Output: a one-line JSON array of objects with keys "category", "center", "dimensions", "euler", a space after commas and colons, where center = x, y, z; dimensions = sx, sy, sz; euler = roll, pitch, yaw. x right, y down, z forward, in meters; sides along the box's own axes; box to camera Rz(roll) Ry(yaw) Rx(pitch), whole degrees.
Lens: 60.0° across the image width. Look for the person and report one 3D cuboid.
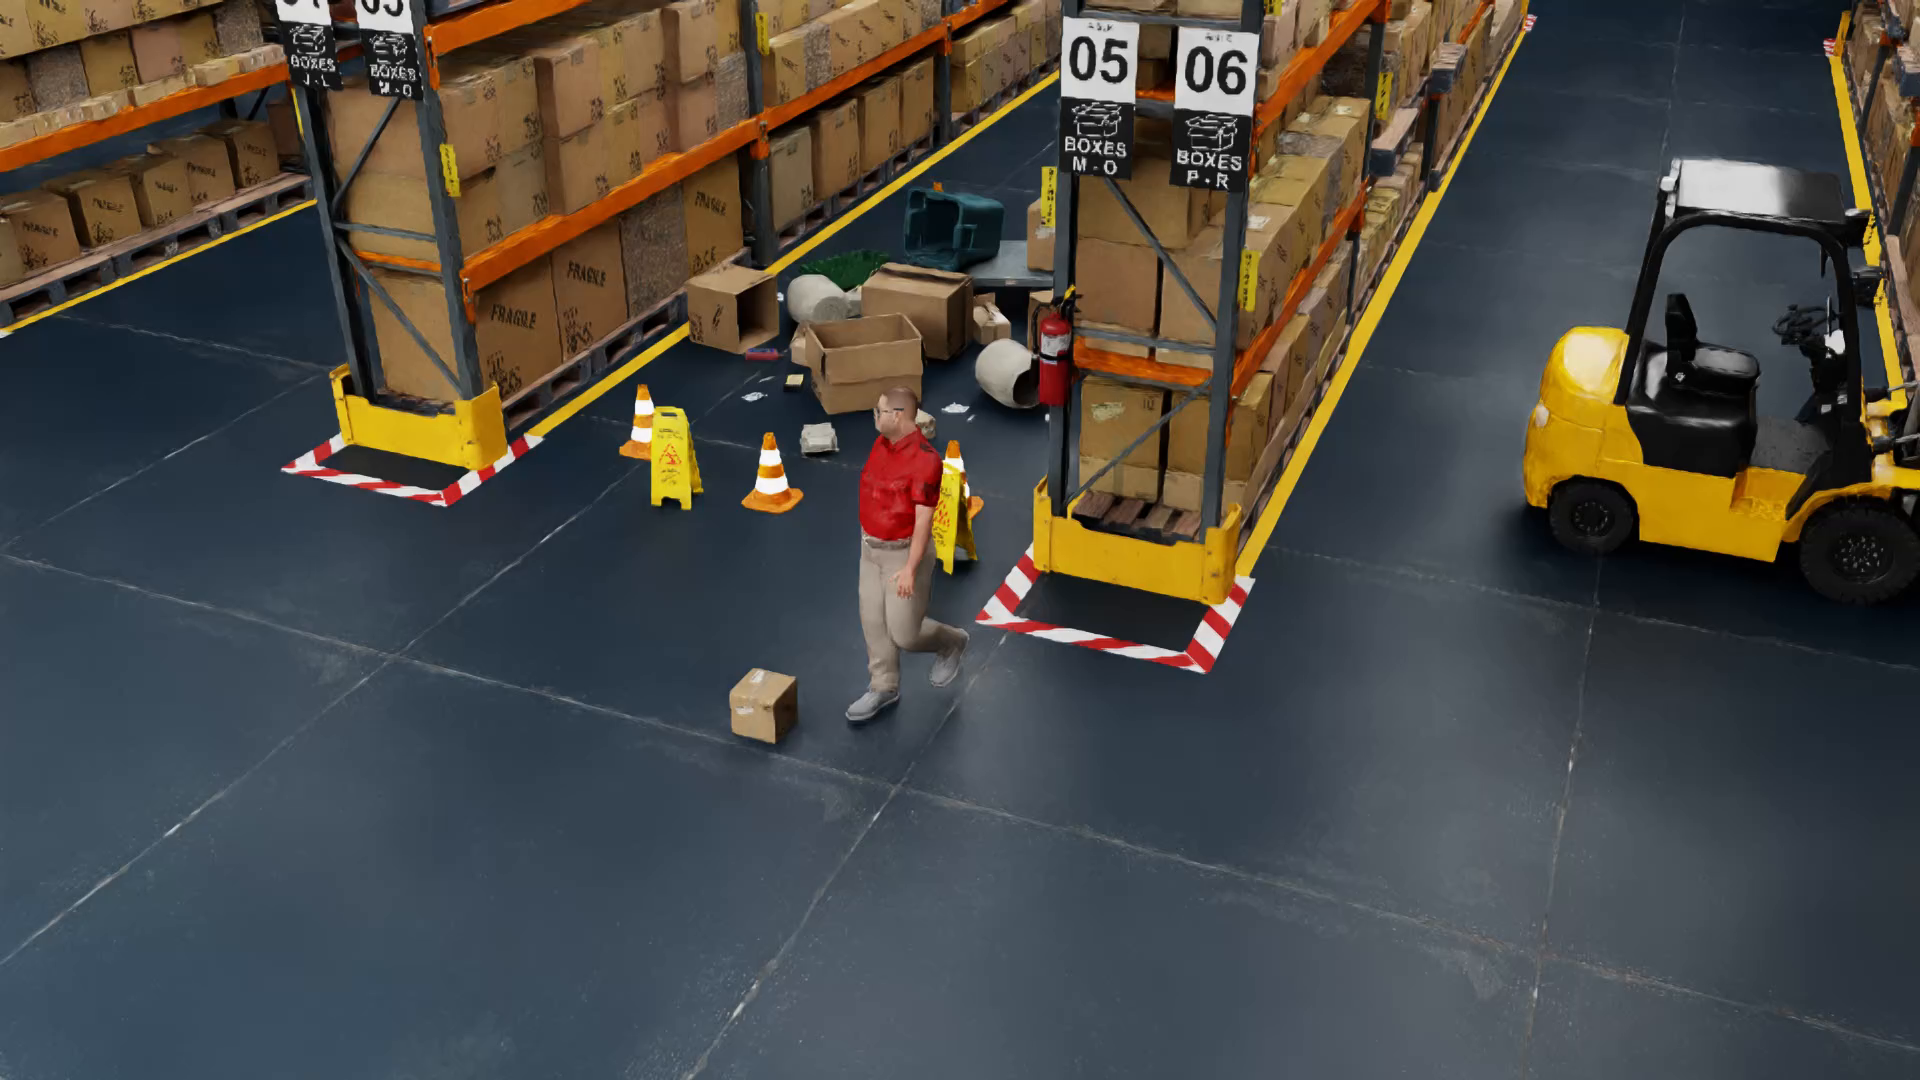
[{"category": "person", "center": [-0.325, 0.065, 8.331], "dimensions": [0.707, 1.707, 0.562], "euler": [-23, 36, -34]}]
